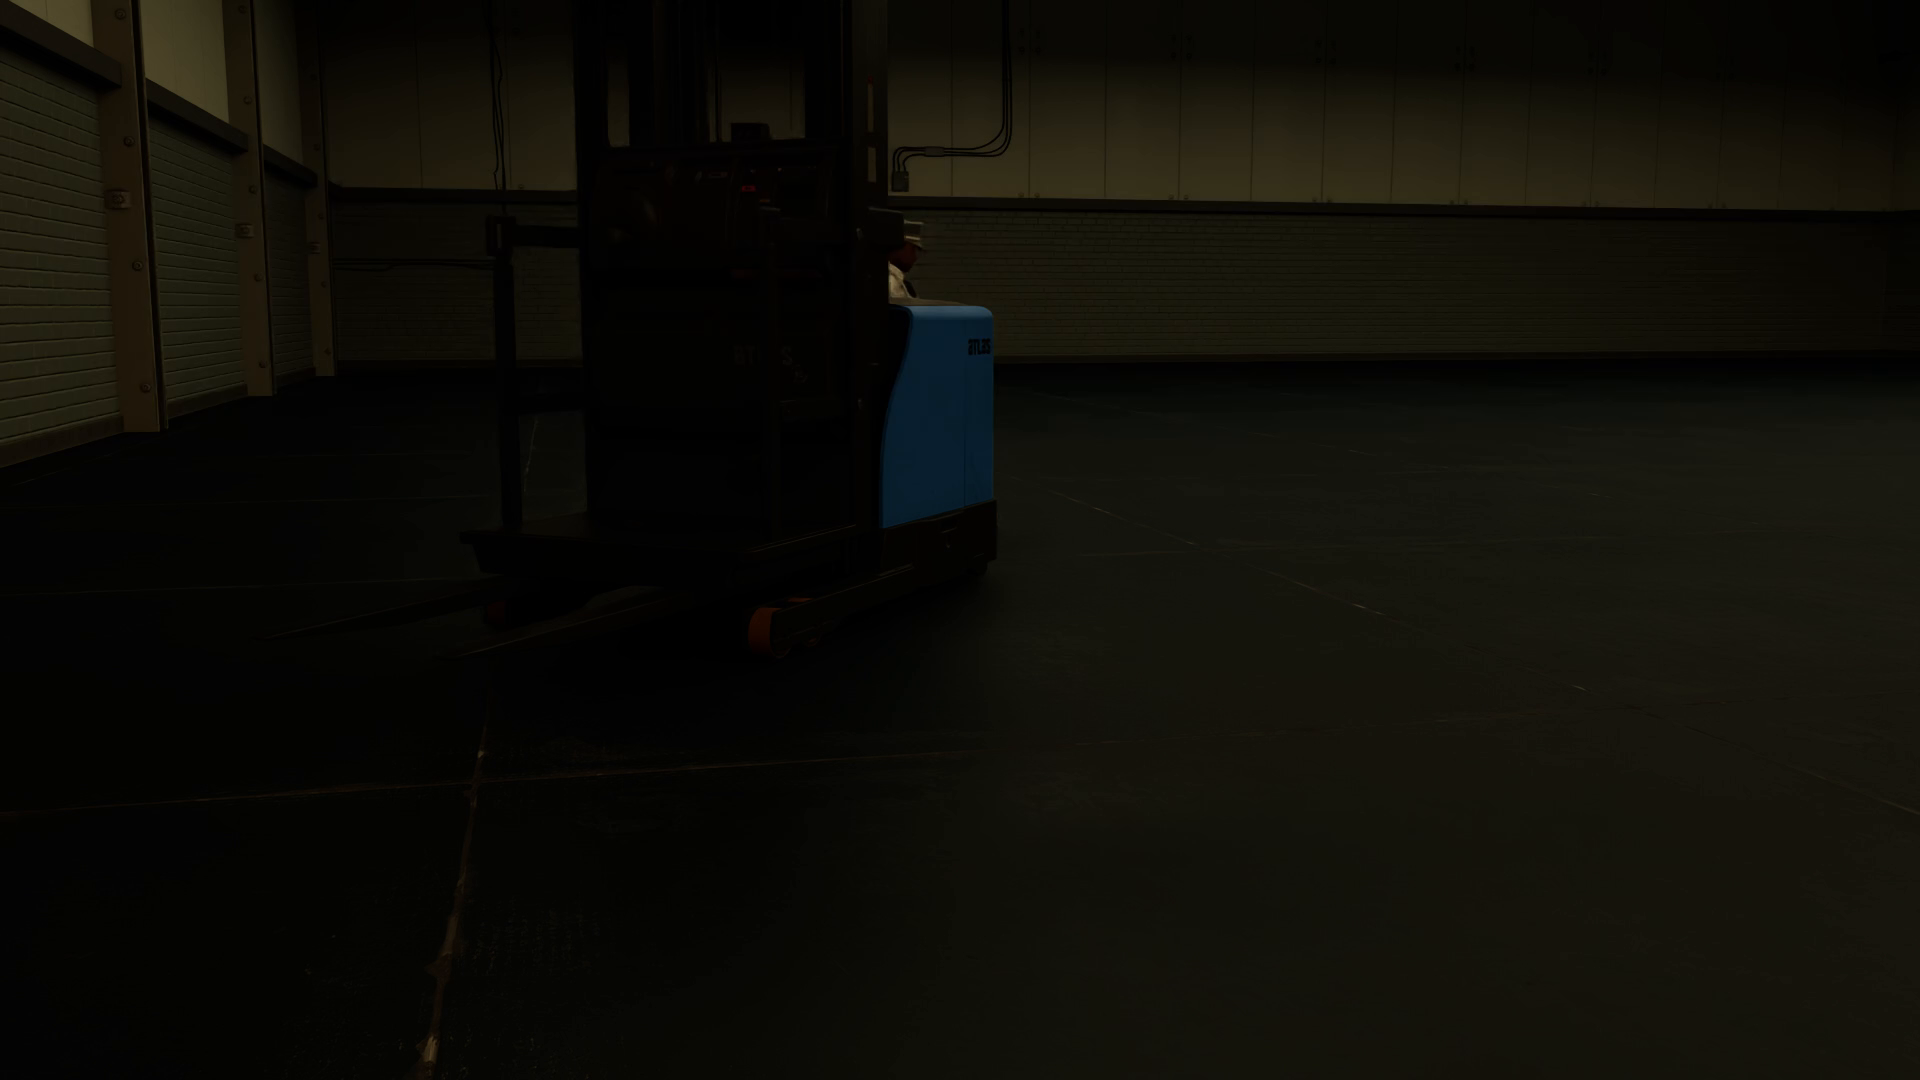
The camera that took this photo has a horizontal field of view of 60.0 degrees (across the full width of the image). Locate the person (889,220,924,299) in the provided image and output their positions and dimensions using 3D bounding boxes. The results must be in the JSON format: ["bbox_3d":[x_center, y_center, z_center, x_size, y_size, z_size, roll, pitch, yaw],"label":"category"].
[{"bbox_3d":[-0.278,-0.806,8.209,0.777,1.534,0.906,-1,8,-4],"label":"person"}]

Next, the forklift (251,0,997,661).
[{"bbox_3d":[-0.917,-1.153,5.370,1.130,2.935,3.031,4,9,24],"label":"forklift"}]
